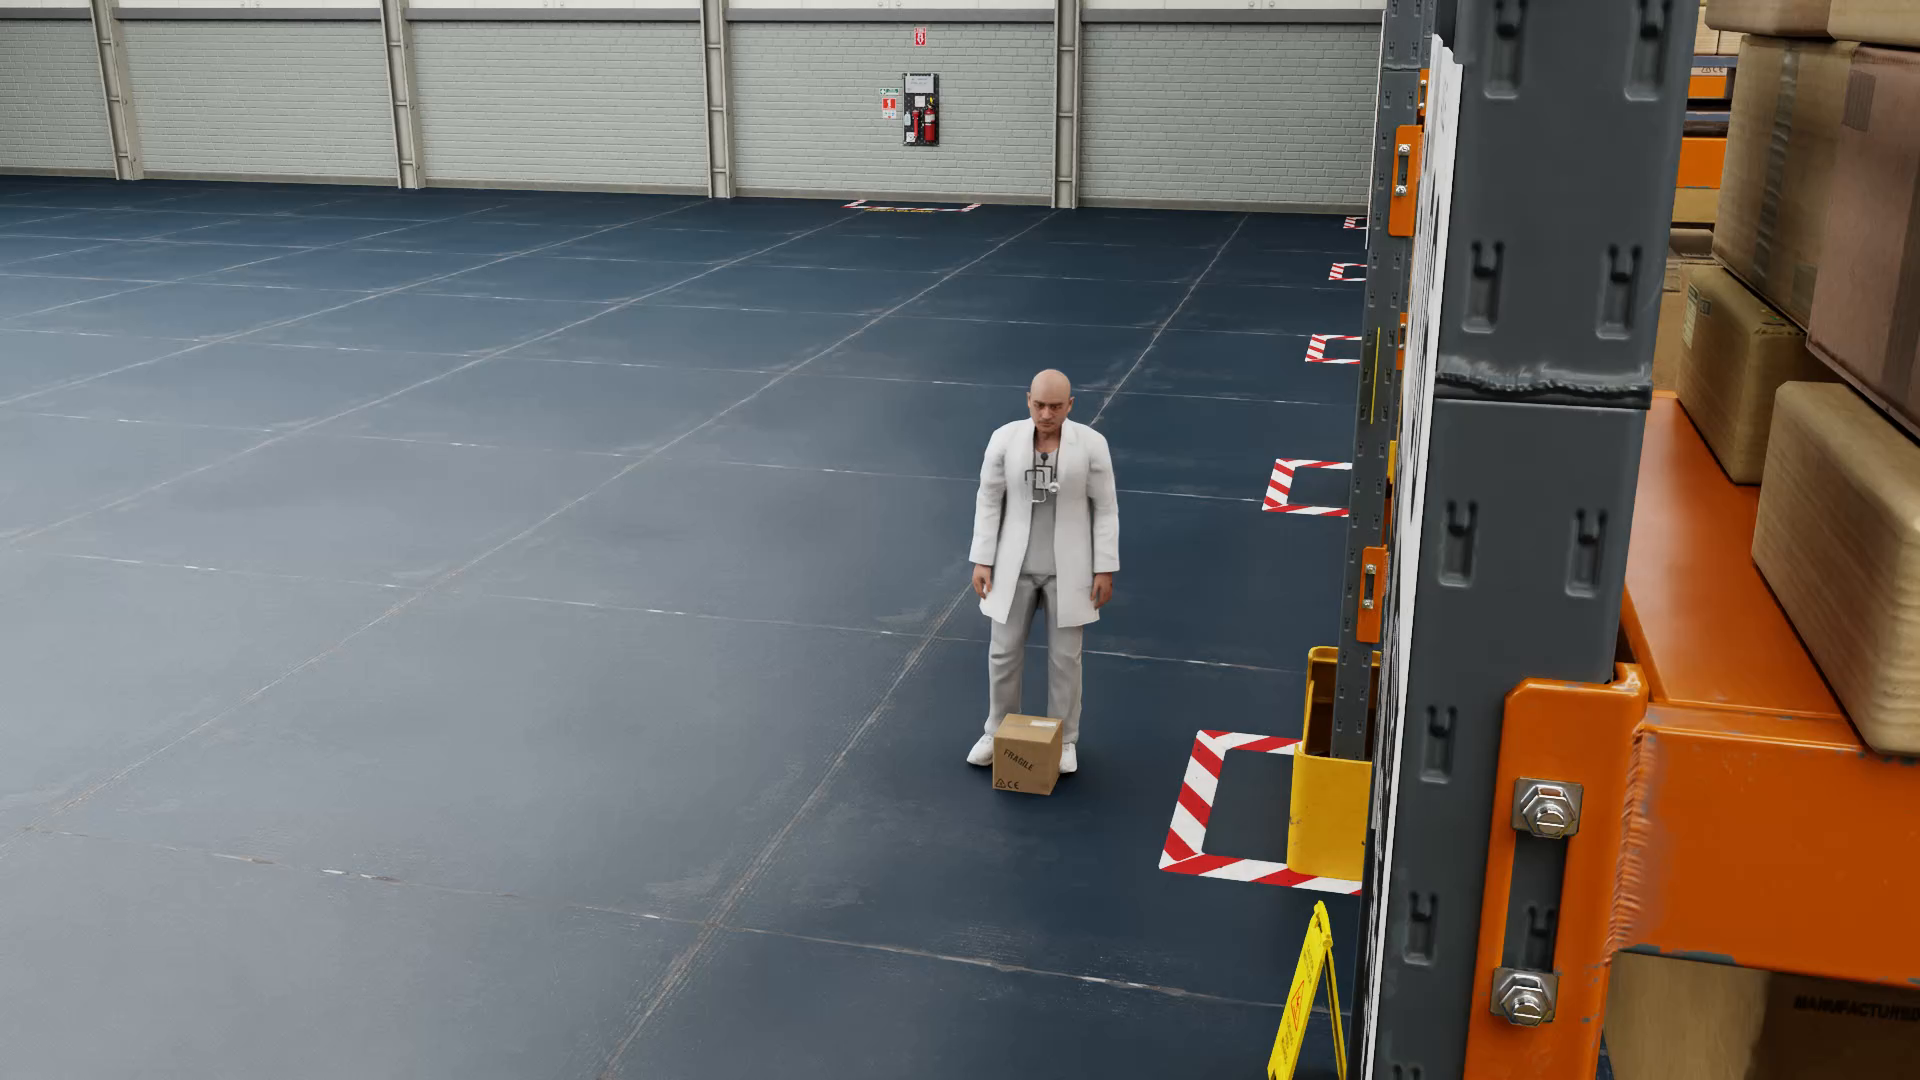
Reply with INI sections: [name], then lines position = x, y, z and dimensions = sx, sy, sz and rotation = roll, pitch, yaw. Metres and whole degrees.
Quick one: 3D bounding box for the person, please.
[person]
position = 0.364, 0.127, 7.189
dimensions = 0.653, 1.774, 0.422
rotation = 3, 18, 10
